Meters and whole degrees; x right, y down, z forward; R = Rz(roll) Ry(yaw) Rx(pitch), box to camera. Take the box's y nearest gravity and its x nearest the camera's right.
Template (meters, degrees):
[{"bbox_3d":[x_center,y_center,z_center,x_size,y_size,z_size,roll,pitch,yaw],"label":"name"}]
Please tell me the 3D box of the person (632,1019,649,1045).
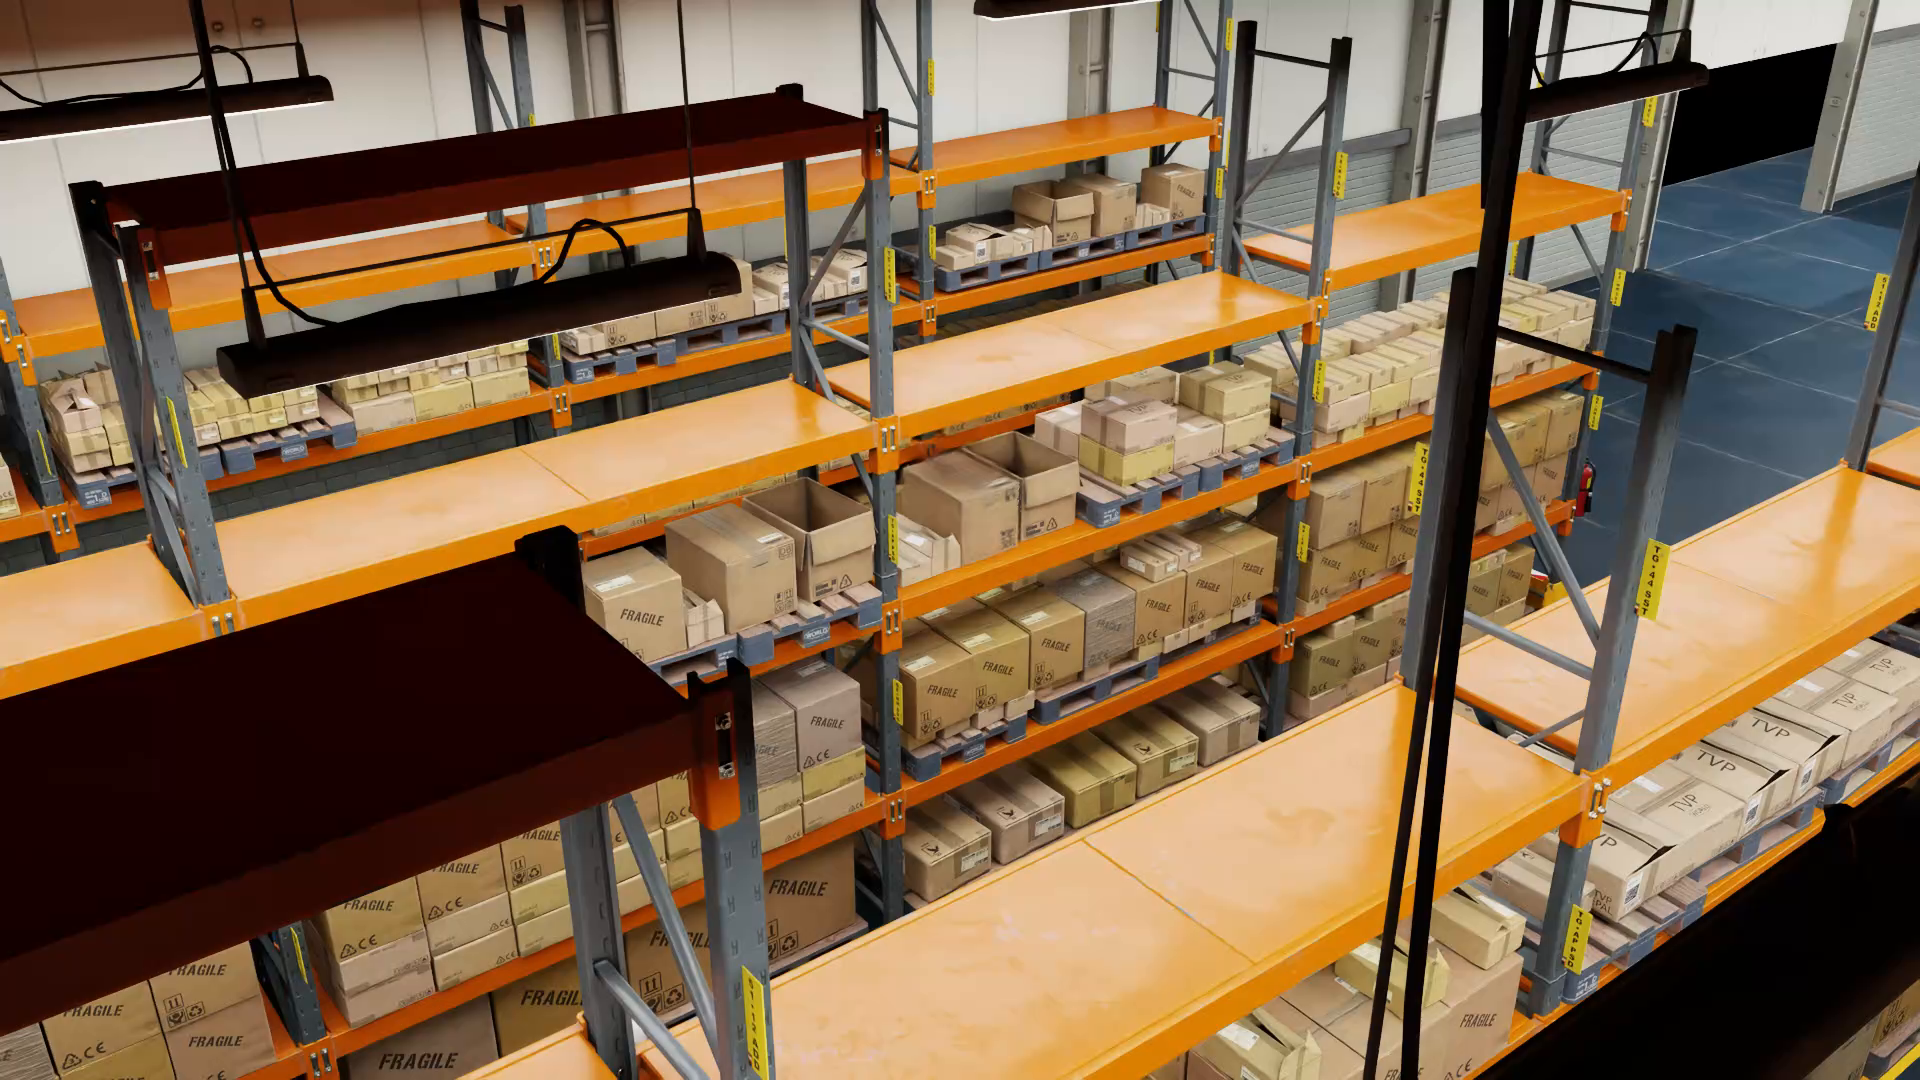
[{"bbox_3d":[-1.708,3.322,9.295,0.597,1.791,0.512,15,30,28],"label":"person"}]
